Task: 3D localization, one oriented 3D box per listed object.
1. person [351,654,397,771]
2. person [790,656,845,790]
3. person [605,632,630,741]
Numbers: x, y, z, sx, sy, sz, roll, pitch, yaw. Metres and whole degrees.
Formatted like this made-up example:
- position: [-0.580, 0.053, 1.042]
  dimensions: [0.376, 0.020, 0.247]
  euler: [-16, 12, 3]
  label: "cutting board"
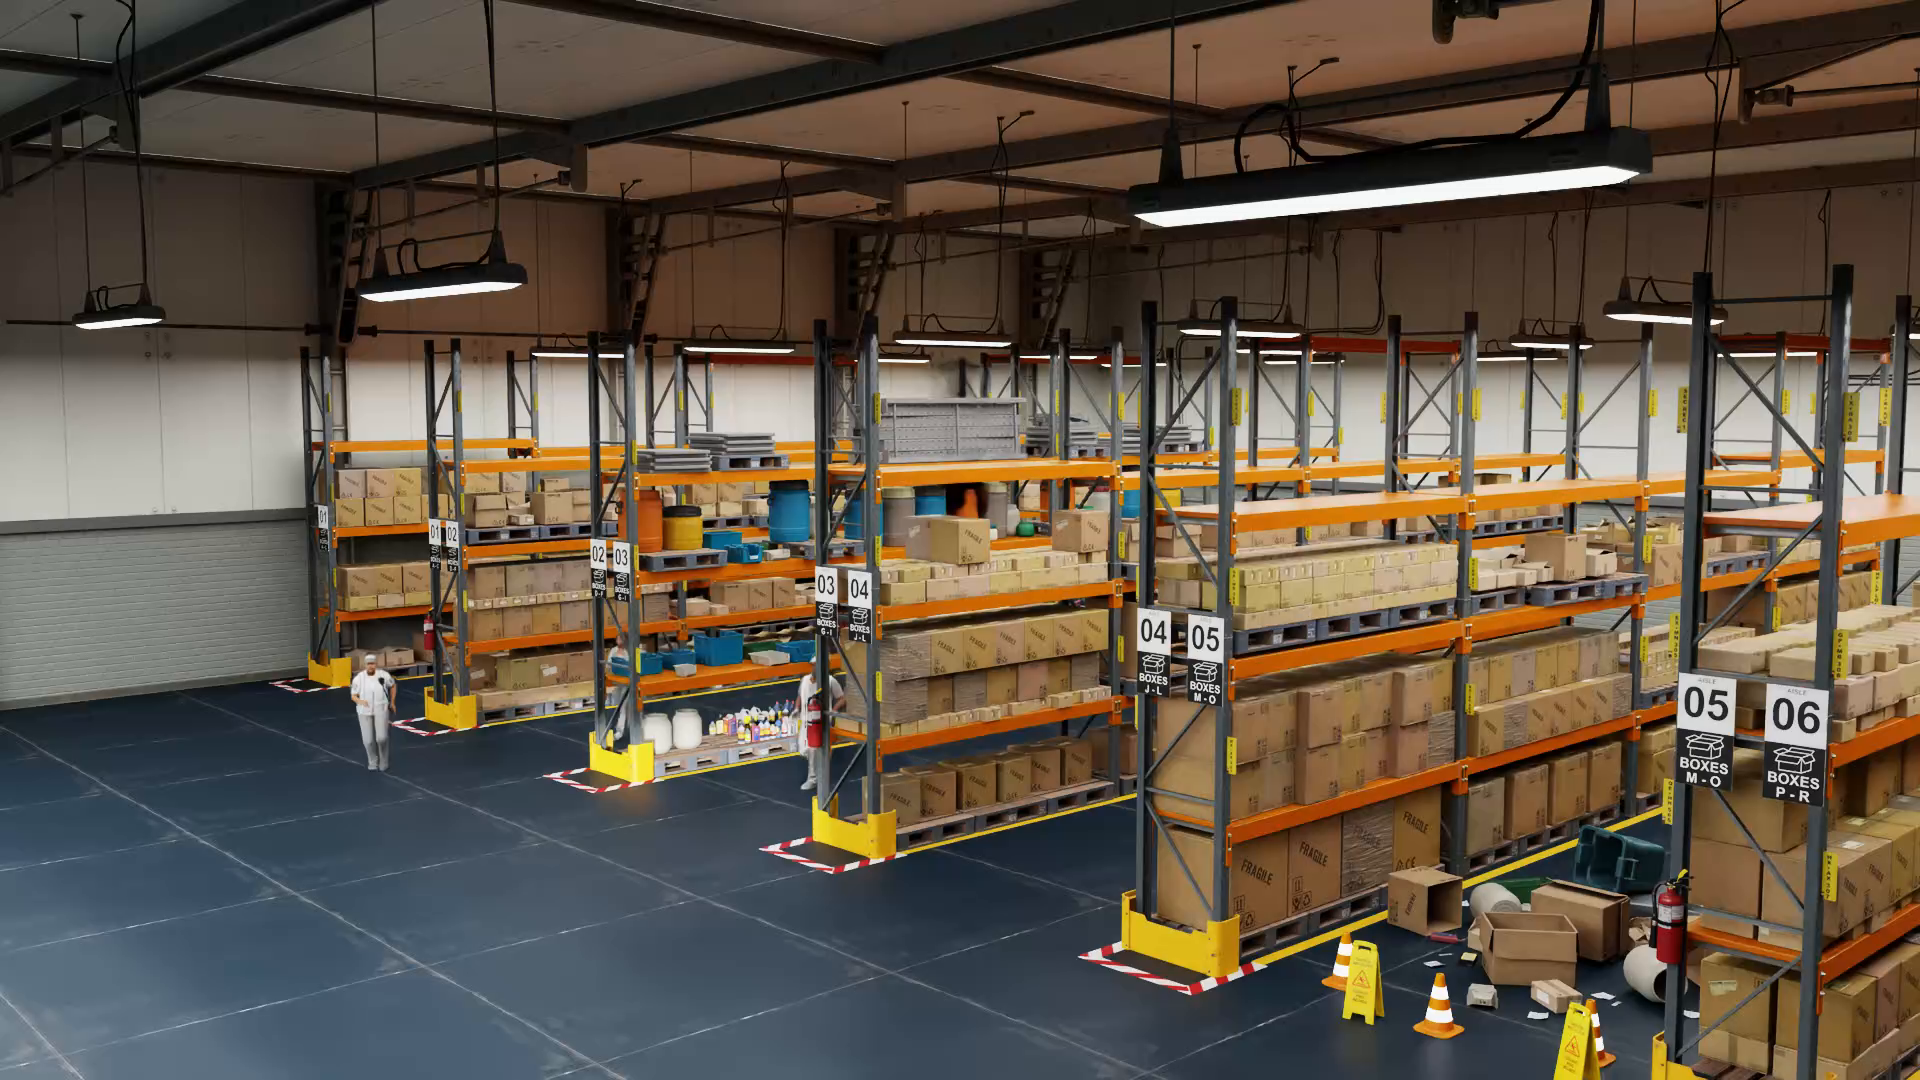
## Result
- position: [-7.965, 2.353, 22.603]
  dimensions: [0.577, 1.625, 0.718]
  euler: [-1, 5, -16]
  label: "person"
- position: [-1.863, 2.381, 21.917]
  dimensions: [0.697, 1.744, 0.703]
  euler: [2, 6, 24]
  label: "person"
- position: [-5.037, 2.153, 24.942]
  dimensions: [0.537, 1.586, 0.881]
  euler: [1, 5, 15]
  label: "person"
